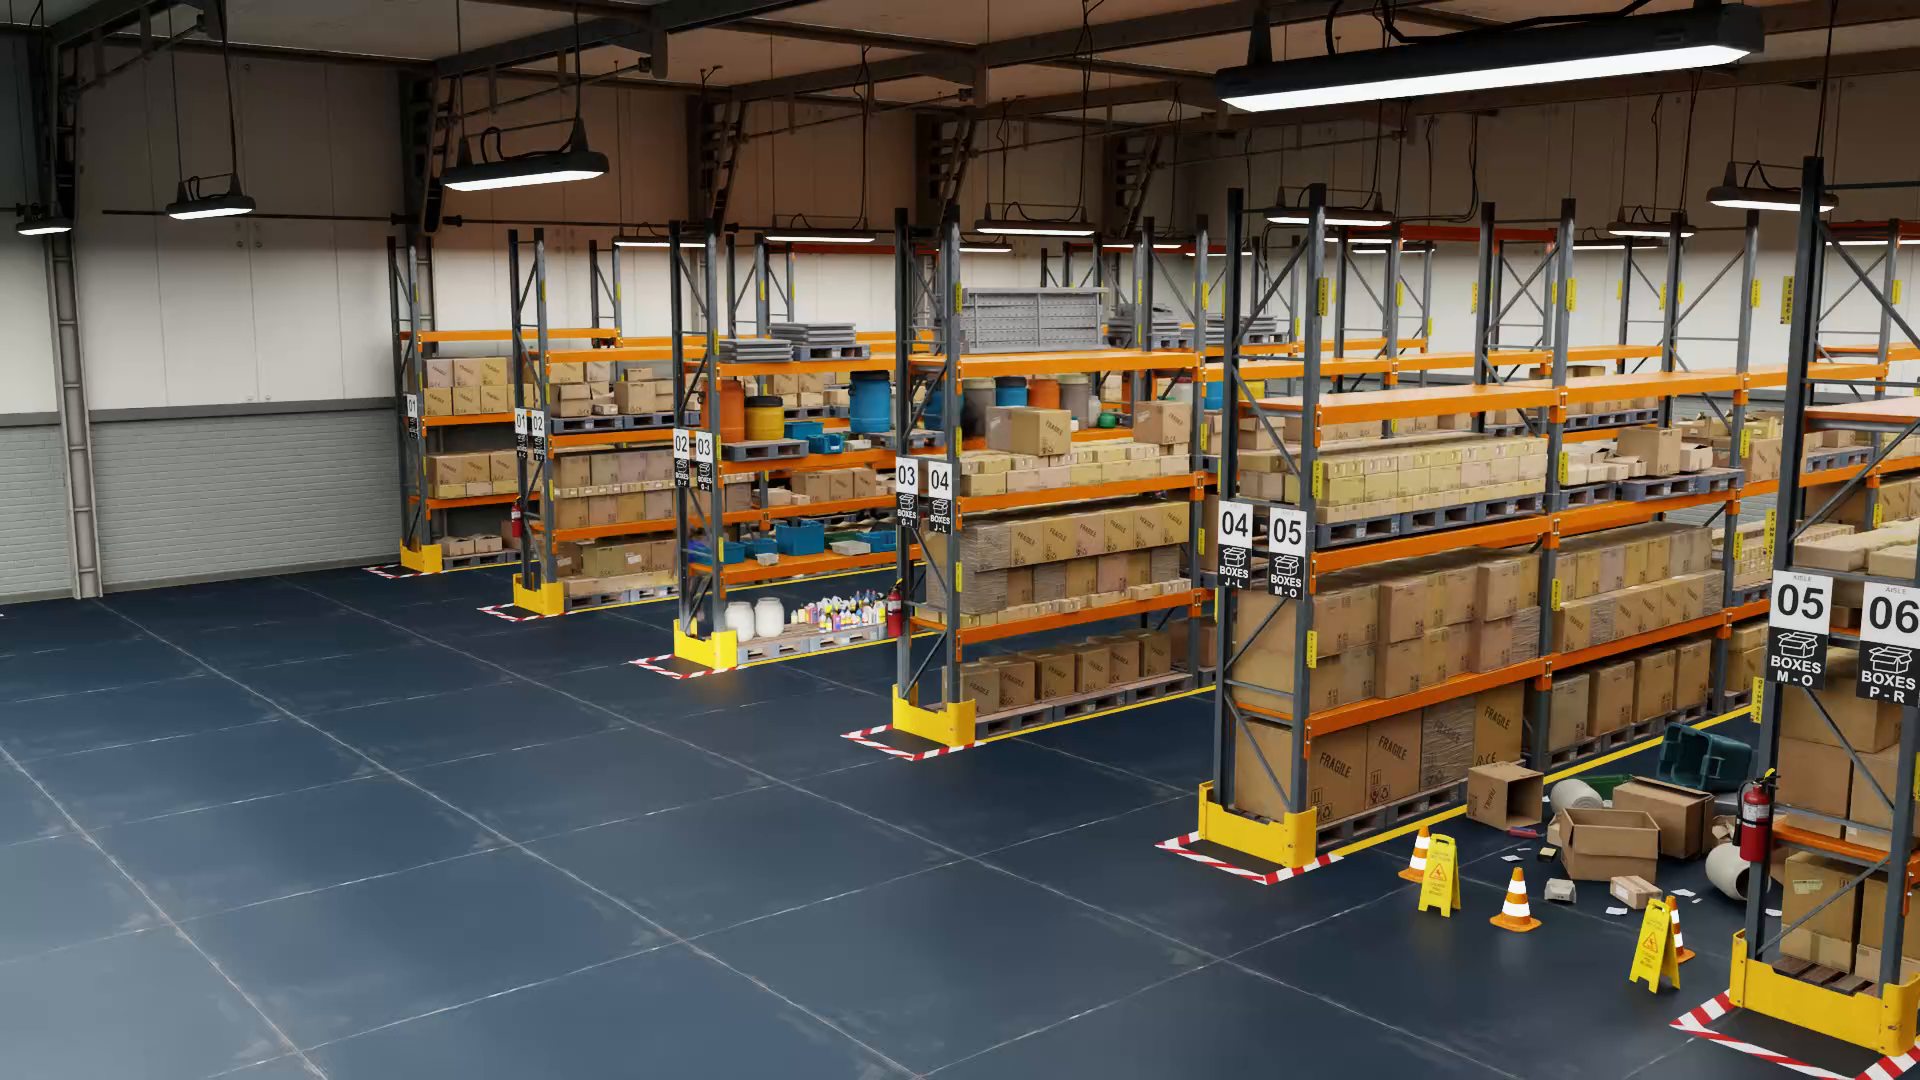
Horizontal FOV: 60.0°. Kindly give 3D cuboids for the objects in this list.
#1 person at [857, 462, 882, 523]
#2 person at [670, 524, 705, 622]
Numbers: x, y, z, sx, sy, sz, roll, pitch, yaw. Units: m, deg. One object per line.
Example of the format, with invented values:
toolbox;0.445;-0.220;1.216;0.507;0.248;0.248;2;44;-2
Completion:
person;-1.875;-0.842;33.848;0.545;1.594;0.887;7;11;39
person;-3.967;0.546;24.520;0.595;1.611;0.681;3;9;20
